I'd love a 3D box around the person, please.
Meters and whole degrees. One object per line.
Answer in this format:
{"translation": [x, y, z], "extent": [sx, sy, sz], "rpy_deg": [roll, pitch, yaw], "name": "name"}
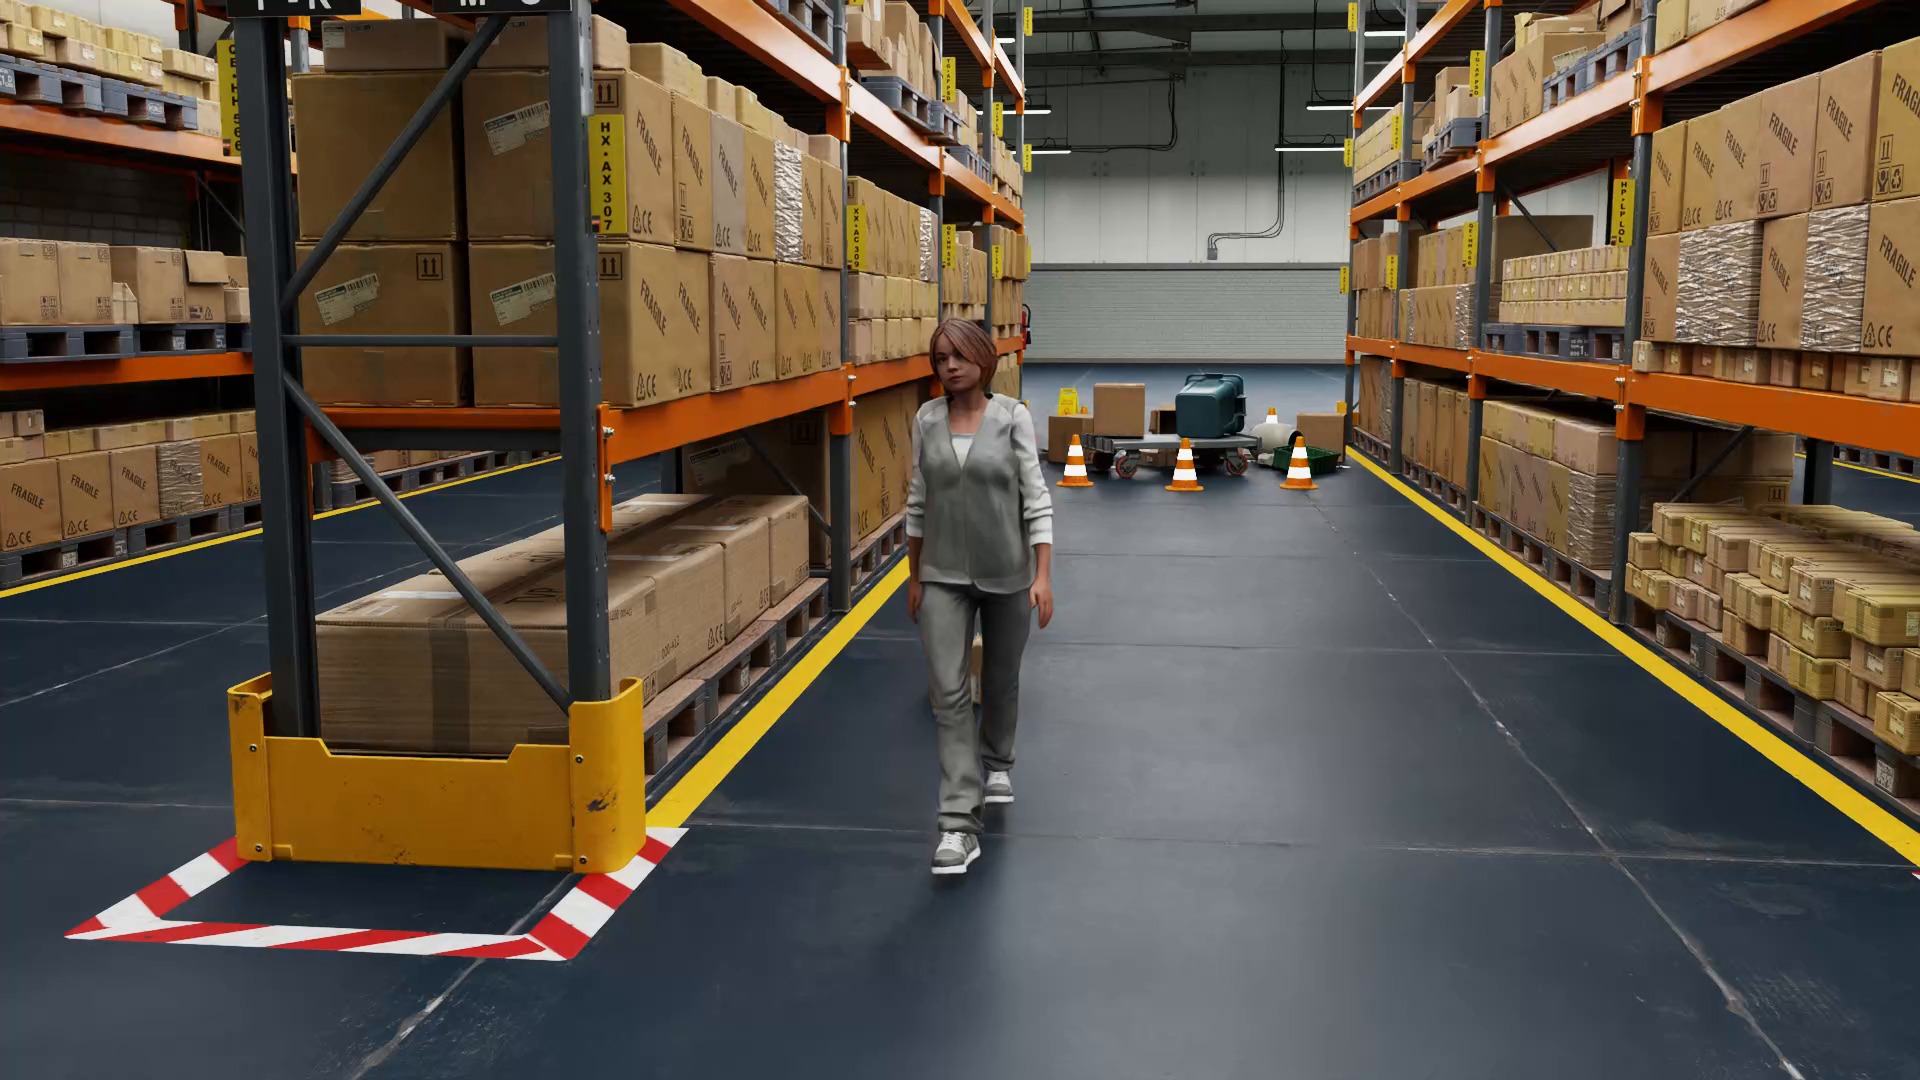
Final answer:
{"translation": [0.050, 0.121, 4.895], "extent": [0.457, 1.539, 0.913], "rpy_deg": [1, 8, 5], "name": "person"}
